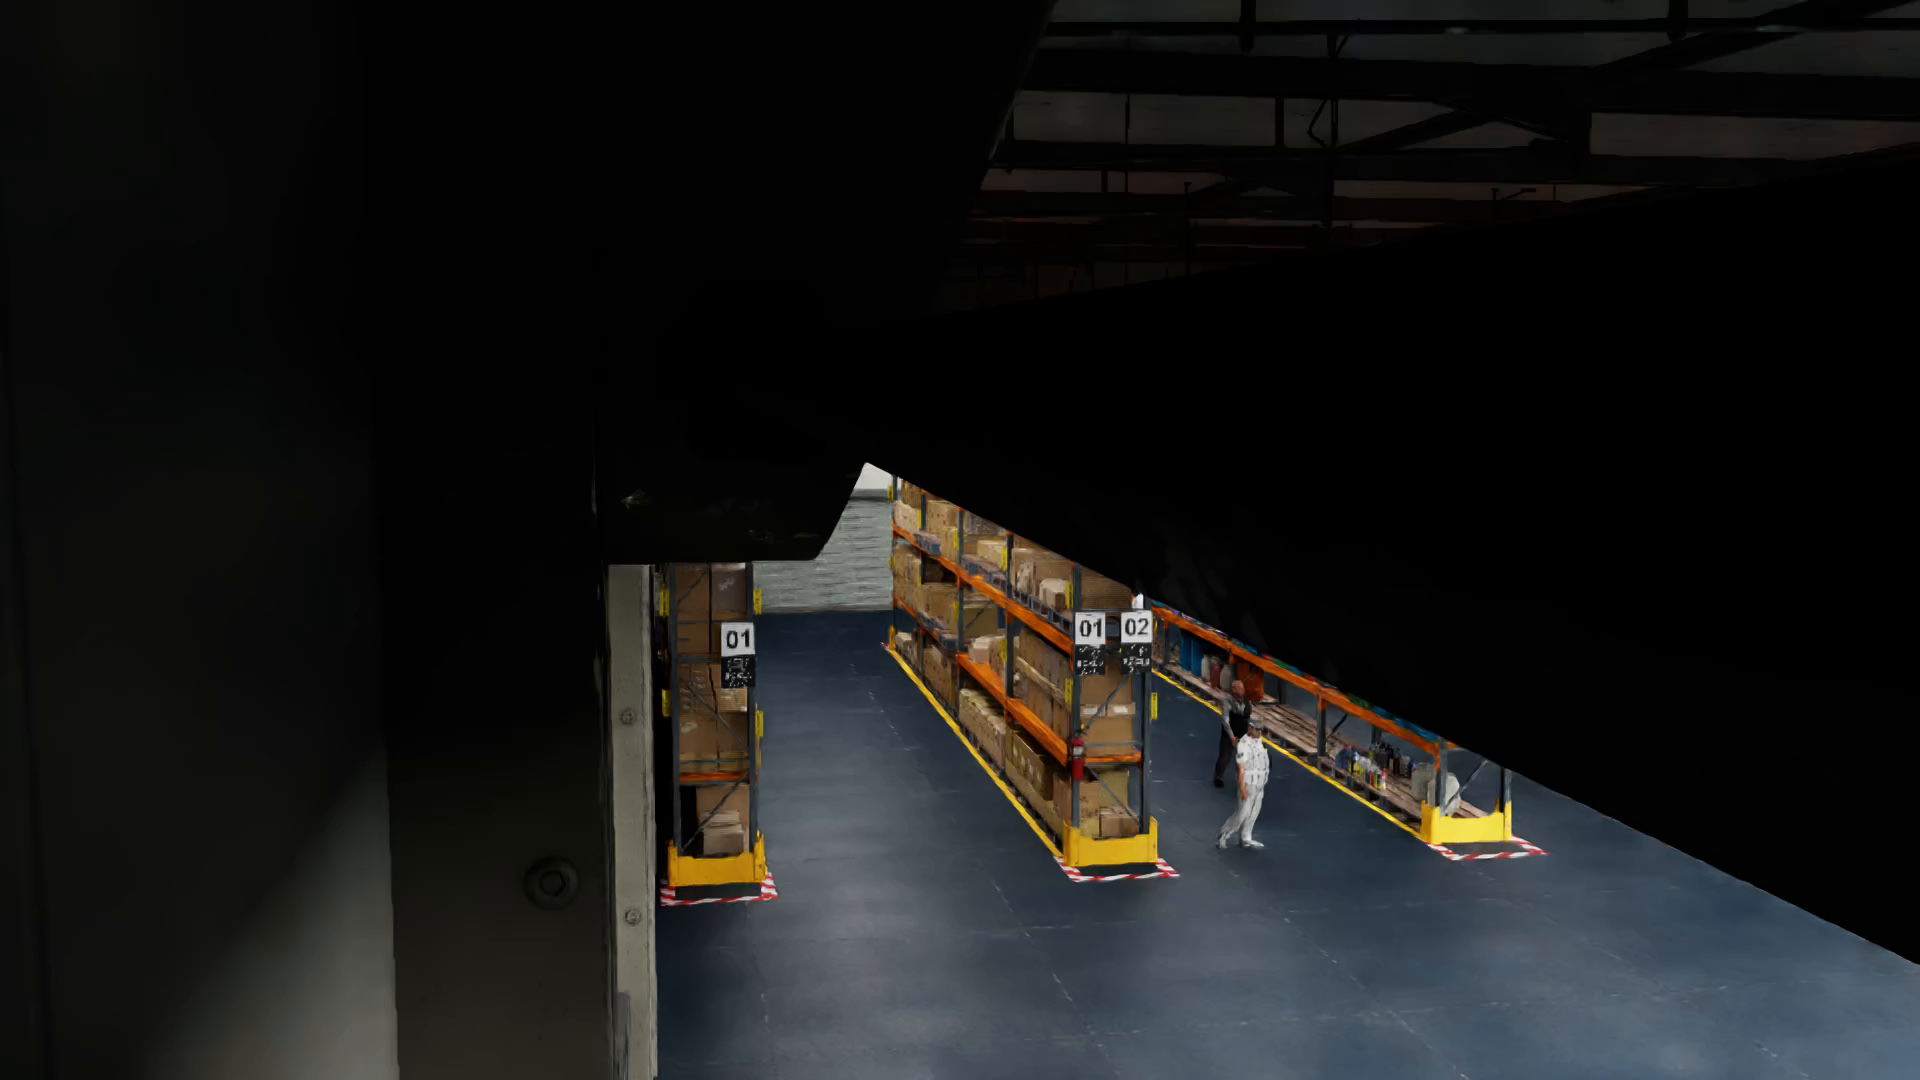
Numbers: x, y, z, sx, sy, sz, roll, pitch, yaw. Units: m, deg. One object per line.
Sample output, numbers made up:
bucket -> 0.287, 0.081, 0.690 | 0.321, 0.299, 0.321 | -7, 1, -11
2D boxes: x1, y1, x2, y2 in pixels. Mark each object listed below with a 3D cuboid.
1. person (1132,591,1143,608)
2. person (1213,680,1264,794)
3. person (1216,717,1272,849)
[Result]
person -> 3.712, 1.682, 34.831 | 0.587, 1.758, 0.687 | 1, 6, 8
person -> 4.045, 2.867, 24.341 | 0.538, 1.664, 1.026 | -2, 7, -18
person -> 3.659, 3.144, 21.497 | 0.556, 1.740, 0.722 | 5, 8, 38
